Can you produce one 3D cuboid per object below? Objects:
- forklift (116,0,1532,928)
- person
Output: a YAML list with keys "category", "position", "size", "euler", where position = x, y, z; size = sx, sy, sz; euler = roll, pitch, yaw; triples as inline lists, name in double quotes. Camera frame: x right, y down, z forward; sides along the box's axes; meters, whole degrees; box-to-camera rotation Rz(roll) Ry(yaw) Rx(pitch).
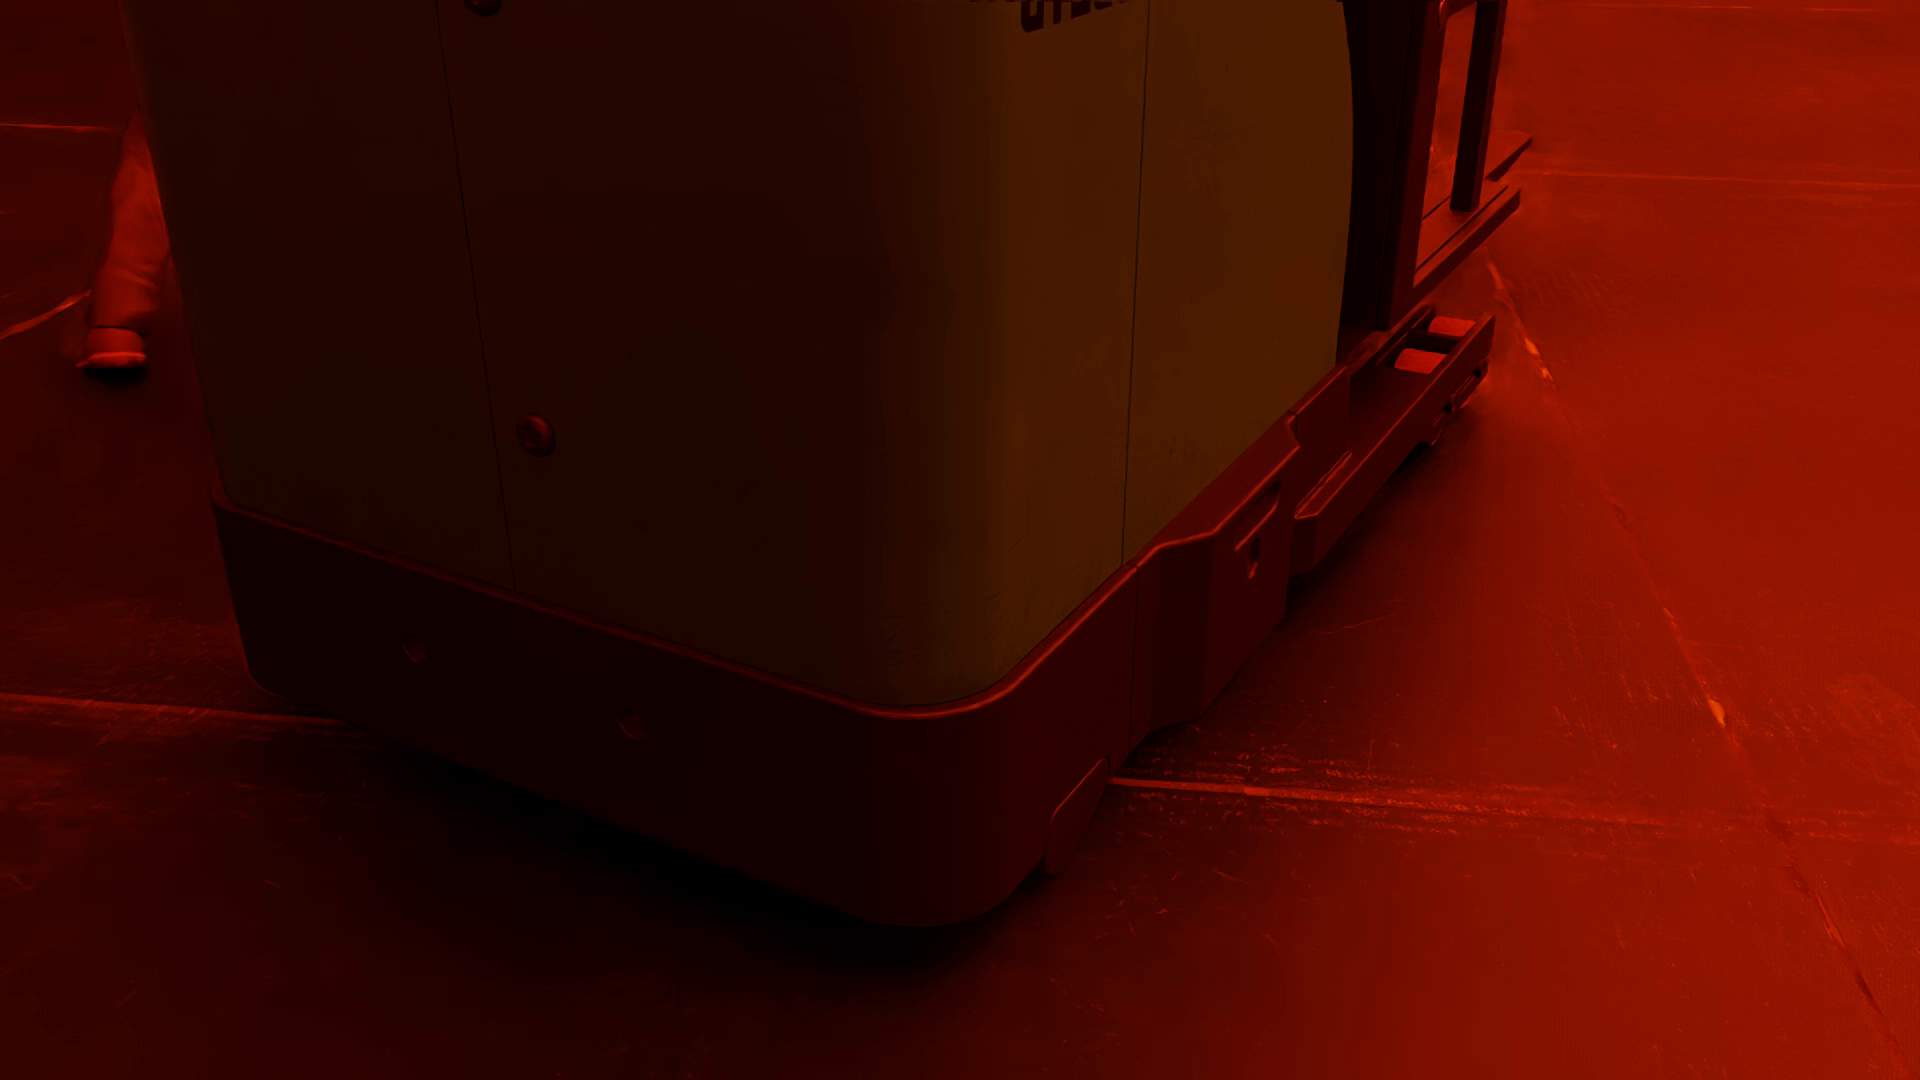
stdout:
- category: "forklift"
  position: [0.297, -1.560, 2.344]
  size: [1.130, 2.935, 3.031]
  euler: [14, 30, 26]
- category: "person"
  position: [-1.276, -1.123, 3.150]
  size: [0.961, 1.516, 0.887]
  euler: [0, 27, -1]
